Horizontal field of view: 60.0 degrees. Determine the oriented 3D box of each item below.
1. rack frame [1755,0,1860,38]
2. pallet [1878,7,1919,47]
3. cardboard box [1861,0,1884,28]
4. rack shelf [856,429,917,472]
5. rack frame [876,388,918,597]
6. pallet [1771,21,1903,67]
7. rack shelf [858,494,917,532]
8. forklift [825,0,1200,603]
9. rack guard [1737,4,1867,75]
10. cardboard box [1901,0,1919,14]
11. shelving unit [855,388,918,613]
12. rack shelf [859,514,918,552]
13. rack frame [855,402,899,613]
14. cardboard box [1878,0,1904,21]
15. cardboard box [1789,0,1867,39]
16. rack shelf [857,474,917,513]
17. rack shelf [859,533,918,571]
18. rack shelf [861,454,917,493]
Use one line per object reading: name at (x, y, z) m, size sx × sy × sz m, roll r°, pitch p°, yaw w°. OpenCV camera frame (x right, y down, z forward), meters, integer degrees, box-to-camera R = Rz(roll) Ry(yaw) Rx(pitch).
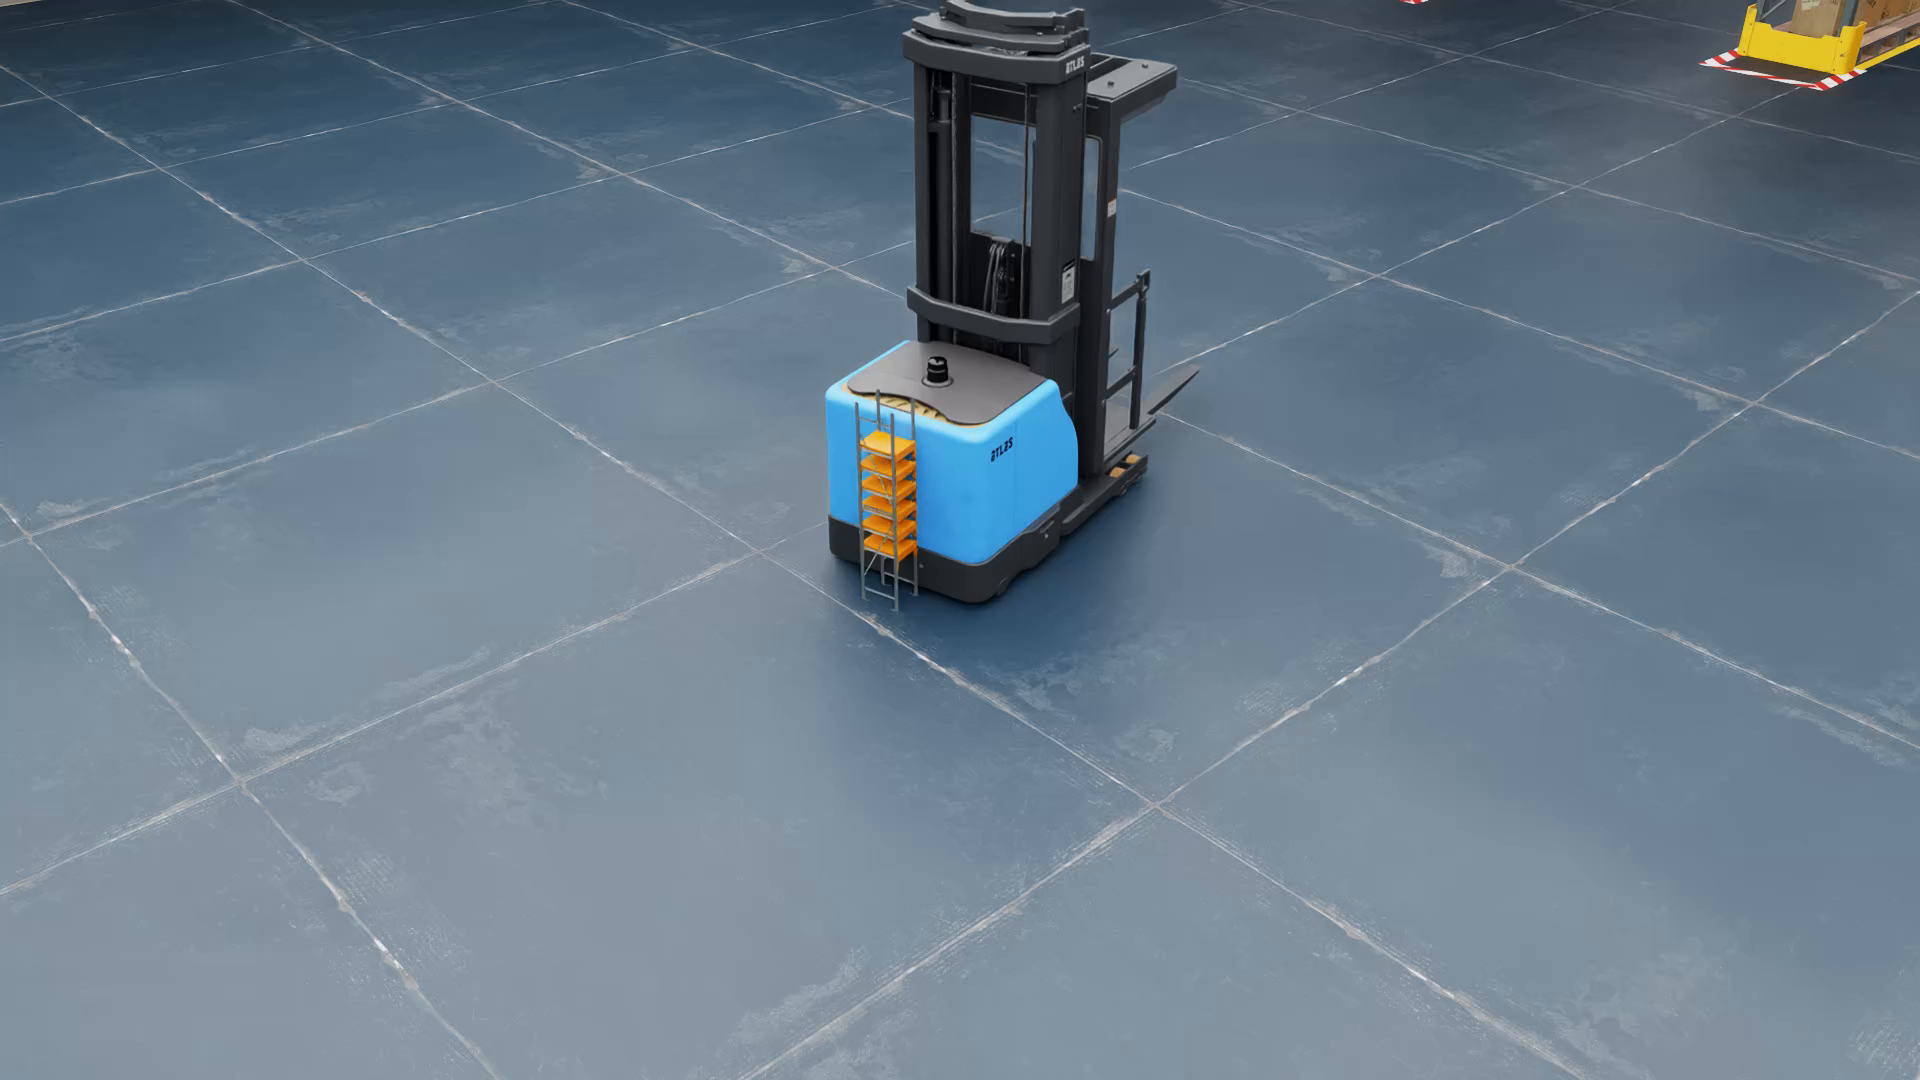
rack frame at (9.028, -6.461, 17.276) m, size 0.127 × 3.000 × 1.000 m, roll -26°, pitch 40°, yaw -35°
pallet at (10.597, -6.004, 19.201) m, size 1.213 × 0.211 × 1.003 m, roll -26°, pitch 40°, yaw -35°
cardboard box at (9.912, -6.014, 18.538) m, size 0.500 × 0.500 × 0.500 m, roll -15°, pitch 35°, yaw -23°
rack shelf at (-0.381, -0.464, 8.588) m, size 0.258 × 0.103 × 0.180 m, roll 19°, pitch 36°, yaw 28°
rack frame at (-0.332, -0.235, 8.818) m, size 0.240 × 1.200 × 0.006 m, roll 19°, pitch 36°, yaw 28°
pallet at (9.703, -5.573, 18.497) m, size 1.213 × 0.211 × 1.003 m, roll -26°, pitch 40°, yaw -35°
rack shelf at (-0.381, -0.157, 8.776) m, size 0.258 × 0.103 × 0.180 m, roll 19°, pitch 36°, yaw 28°
forklift at (0.489, -1.643, 9.461) m, size 1.130 × 2.935 × 3.031 m, roll 19°, pitch 36°, yaw 28°
rack guard at (9.083, -5.422, 17.972) m, size 0.348 × 0.500 × 1.175 m, roll -26°, pitch 40°, yaw -35°
cardboard box at (10.823, -6.410, 19.185) m, size 0.500 × 0.500 × 0.500 m, roll 25°, pitch 39°, yaw 35°
shelving unit at (-0.381, -0.195, 8.753) m, size 0.258 × 1.200 × 0.189 m, roll 19°, pitch 36°, yaw 28°
rack shelf at (-0.381, -0.054, 8.839) m, size 0.258 × 0.103 × 0.180 m, roll 19°, pitch 36°, yaw 28°
rack frame at (-0.431, -0.155, 8.687) m, size 0.240 × 1.200 × 0.006 m, roll 19°, pitch 36°, yaw 28°
cardboard box at (10.384, -6.229, 18.890) m, size 0.500 × 0.500 × 0.500 m, roll -22°, pitch 38°, yaw -31°
cardboard box at (9.497, -5.789, 18.170) m, size 0.500 × 0.500 × 0.500 m, roll -18°, pitch 36°, yaw -27°
rack shelf at (-0.381, -0.259, 8.713) m, size 0.258 × 0.103 × 0.180 m, roll 19°, pitch 36°, yaw 28°
rack shelf at (-0.381, 0.048, 8.901) m, size 0.258 × 0.103 × 0.180 m, roll 19°, pitch 36°, yaw 28°
rack shelf at (-0.381, -0.362, 8.651) m, size 0.258 × 0.103 × 0.180 m, roll 19°, pitch 36°, yaw 28°
